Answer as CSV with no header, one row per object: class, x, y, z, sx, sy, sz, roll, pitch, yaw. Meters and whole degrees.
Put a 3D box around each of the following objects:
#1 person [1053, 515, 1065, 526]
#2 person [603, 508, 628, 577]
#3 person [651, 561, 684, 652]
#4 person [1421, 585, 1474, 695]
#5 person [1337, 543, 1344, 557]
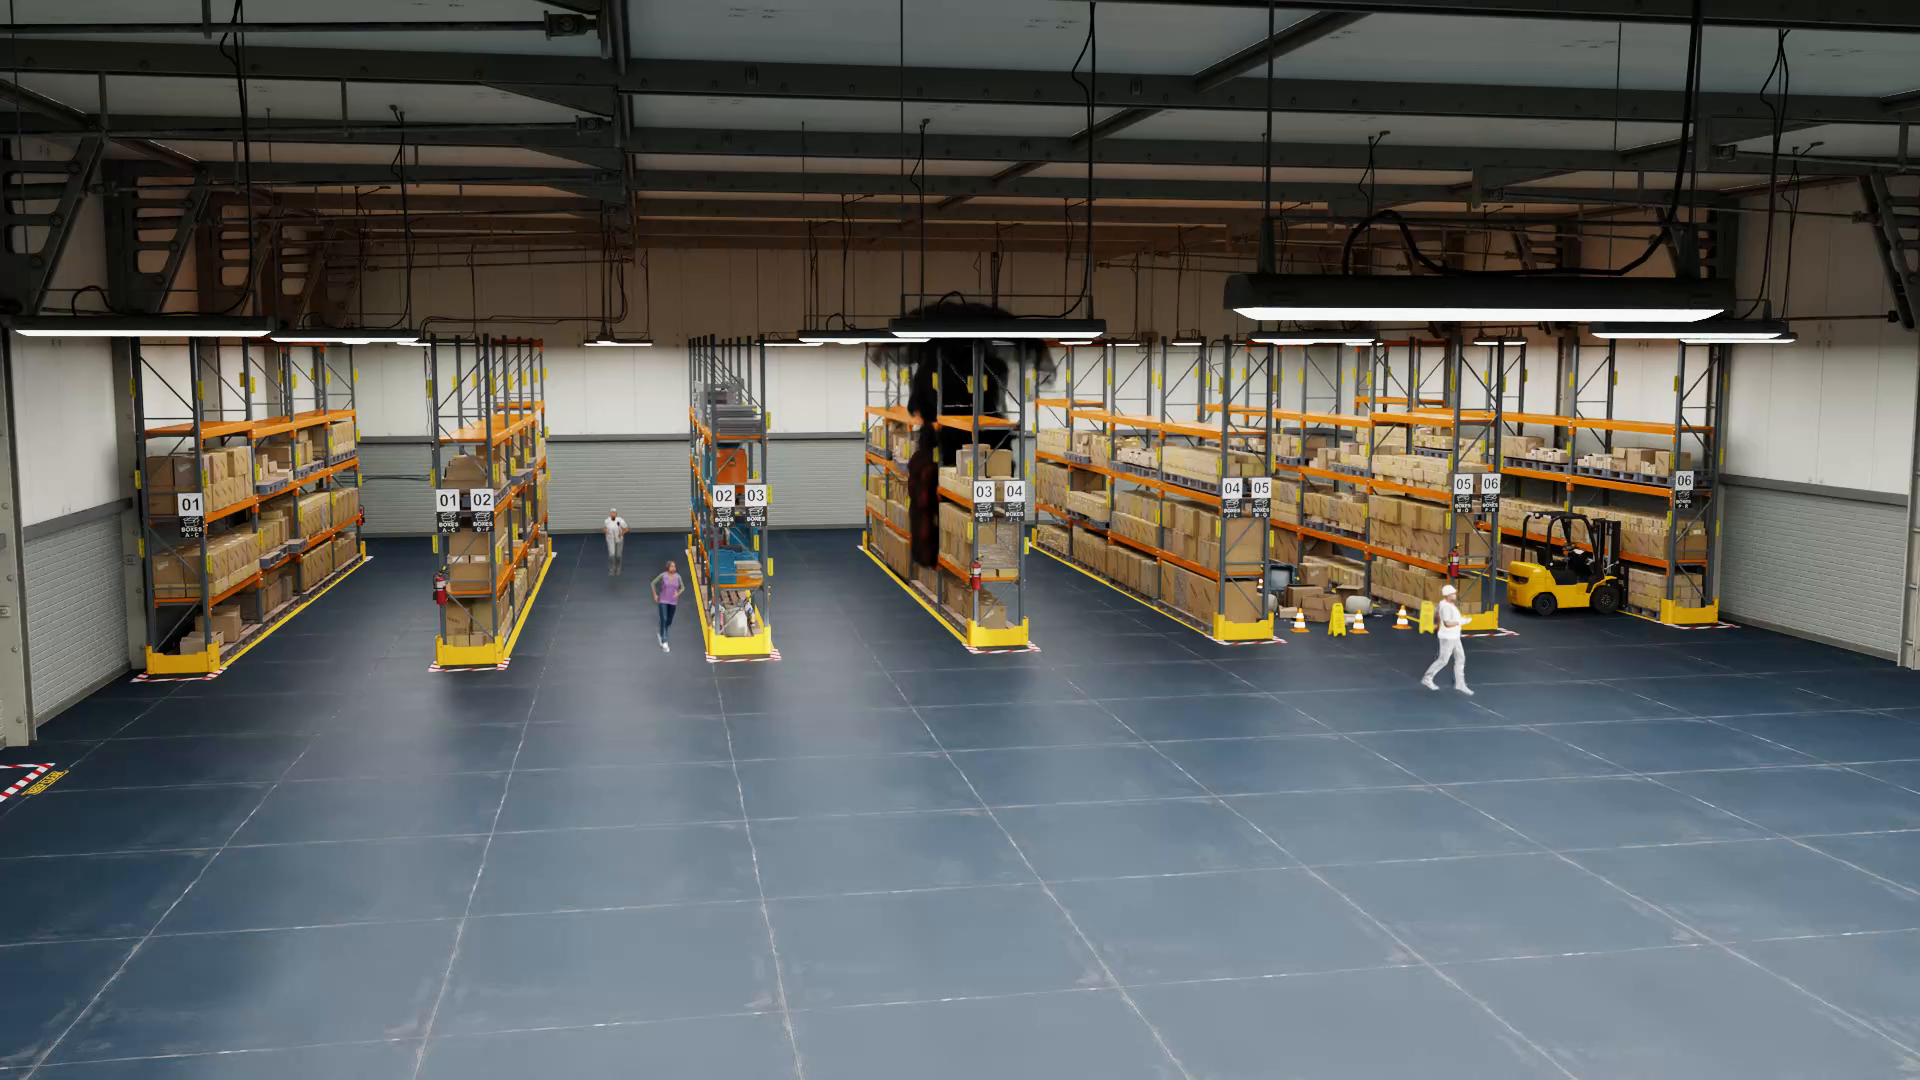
person,3.080,-0.863,49.865,0.782,1.711,0.719,-1,7,-5
person,-8.393,0.053,40.568,0.601,1.679,0.801,-1,7,-11
person,-5.335,1.179,30.453,0.598,1.617,0.739,-3,7,-24
person,8.115,1.658,27.617,0.840,1.823,0.662,3,7,28
person,10.076,-0.274,44.473,0.686,1.809,0.988,-2,7,-18
